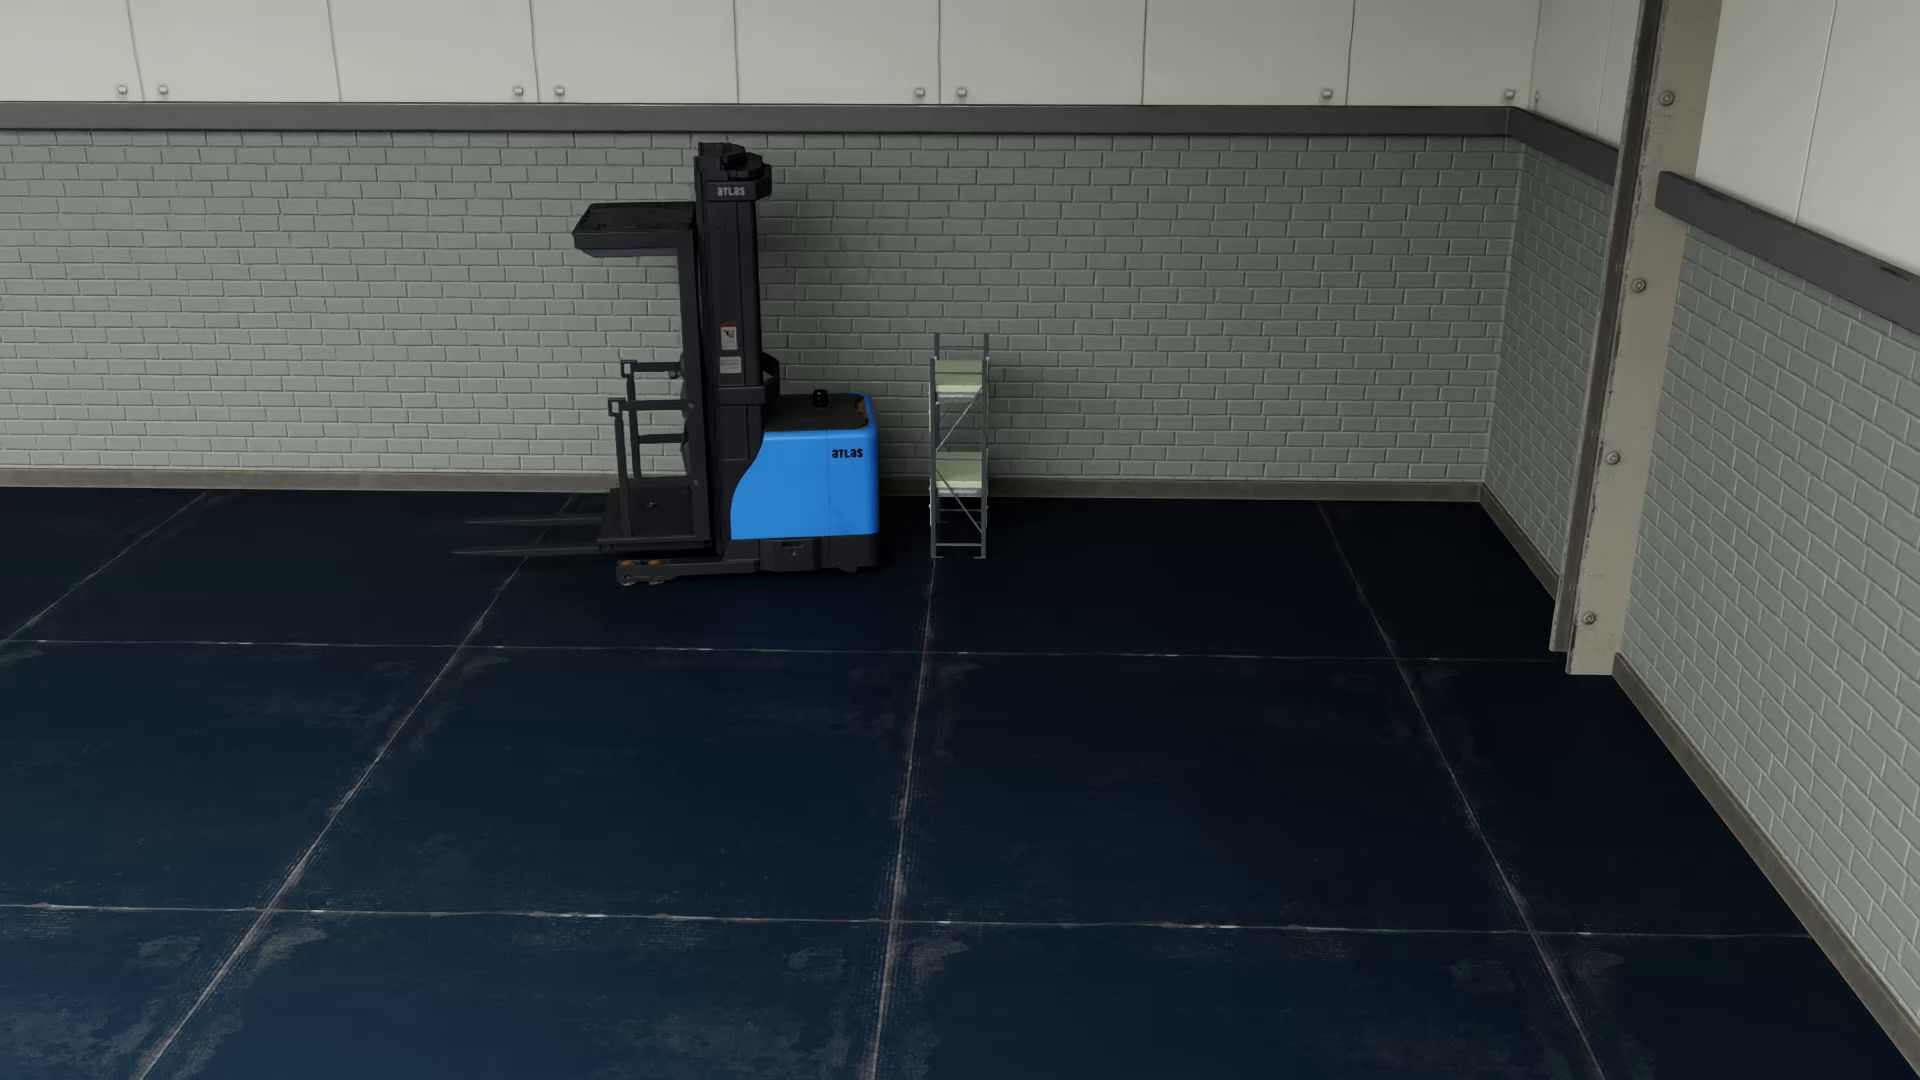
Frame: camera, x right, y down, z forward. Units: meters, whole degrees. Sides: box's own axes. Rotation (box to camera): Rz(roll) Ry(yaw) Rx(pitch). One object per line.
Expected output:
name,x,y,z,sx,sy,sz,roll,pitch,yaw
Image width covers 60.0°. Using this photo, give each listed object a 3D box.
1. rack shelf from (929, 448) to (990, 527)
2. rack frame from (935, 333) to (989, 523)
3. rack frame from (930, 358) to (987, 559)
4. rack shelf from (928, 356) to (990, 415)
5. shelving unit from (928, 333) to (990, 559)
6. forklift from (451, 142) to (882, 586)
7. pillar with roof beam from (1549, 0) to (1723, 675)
rack shelf,0.000,-0.398,12.382,0.431,0.370,0.720,1,21,2
rack frame,0.011,-0.834,12.605,0.400,1.500,0.023,1,21,2
rack frame,-0.011,-0.569,11.923,0.400,1.500,0.023,1,21,2
rack shelf,0.000,-1.065,12.123,0.431,0.370,0.720,1,21,2
shelving unit,0.000,-0.702,12.264,0.431,1.500,0.755,1,21,2
forklift,-2.108,-1.247,11.690,3.031,2.935,1.130,-2,21,-6
pillar with roof beam,-0.353,-3.475,9.046,9.100,9.000,0.400,1,21,2
